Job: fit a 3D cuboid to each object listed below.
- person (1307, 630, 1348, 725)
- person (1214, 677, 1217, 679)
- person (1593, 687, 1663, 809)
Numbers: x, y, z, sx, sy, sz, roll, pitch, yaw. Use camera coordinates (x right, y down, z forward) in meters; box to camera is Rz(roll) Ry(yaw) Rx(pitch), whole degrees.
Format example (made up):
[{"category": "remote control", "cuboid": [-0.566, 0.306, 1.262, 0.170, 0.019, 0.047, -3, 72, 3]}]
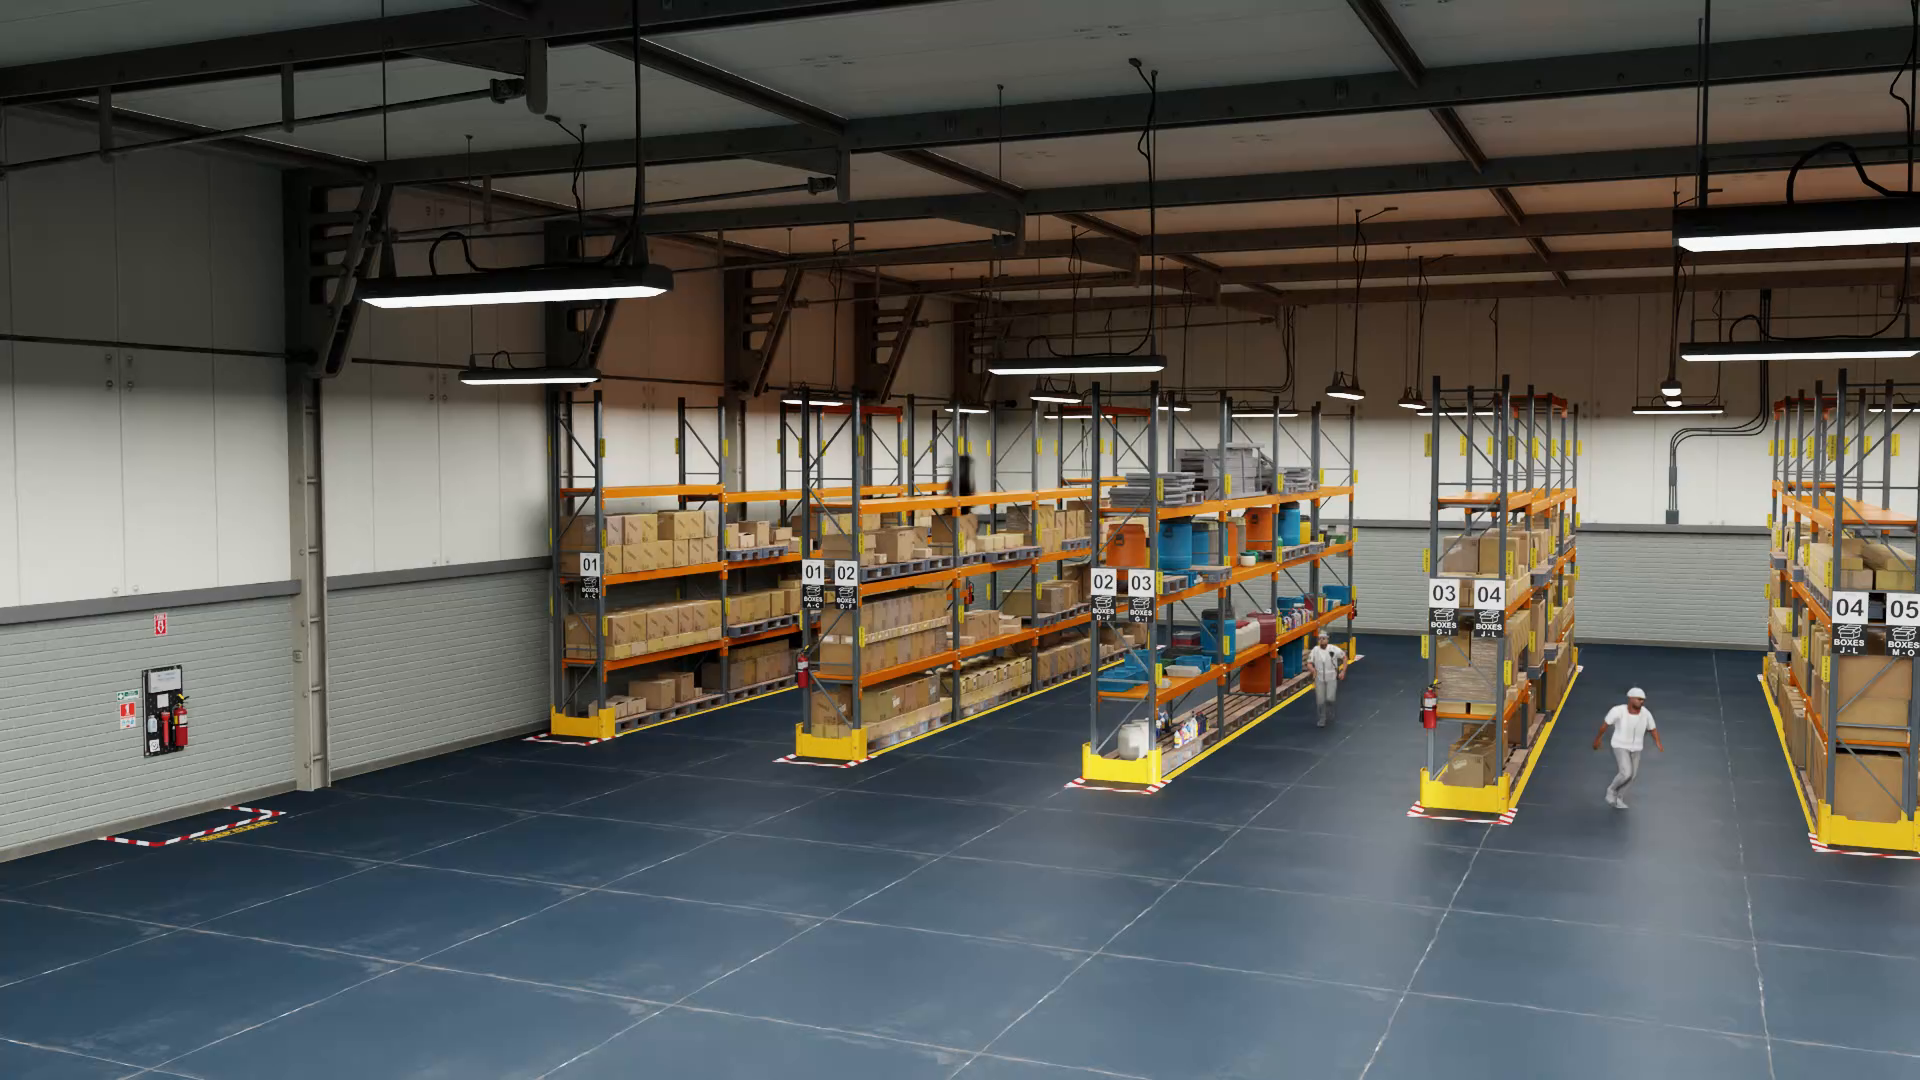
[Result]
[{"category": "person", "cuboid": [6.574, 2.485, 29.825, 0.698, 1.737, 0.692, 1, 3, 19]}, {"category": "person", "cuboid": [5.667, 2.290, 36.355, 0.531, 1.493, 0.915, 3, 4, 39]}, {"category": "person", "cuboid": [9.227, 2.872, 22.872, 0.676, 1.715, 0.833, -1, 3, -10]}]
